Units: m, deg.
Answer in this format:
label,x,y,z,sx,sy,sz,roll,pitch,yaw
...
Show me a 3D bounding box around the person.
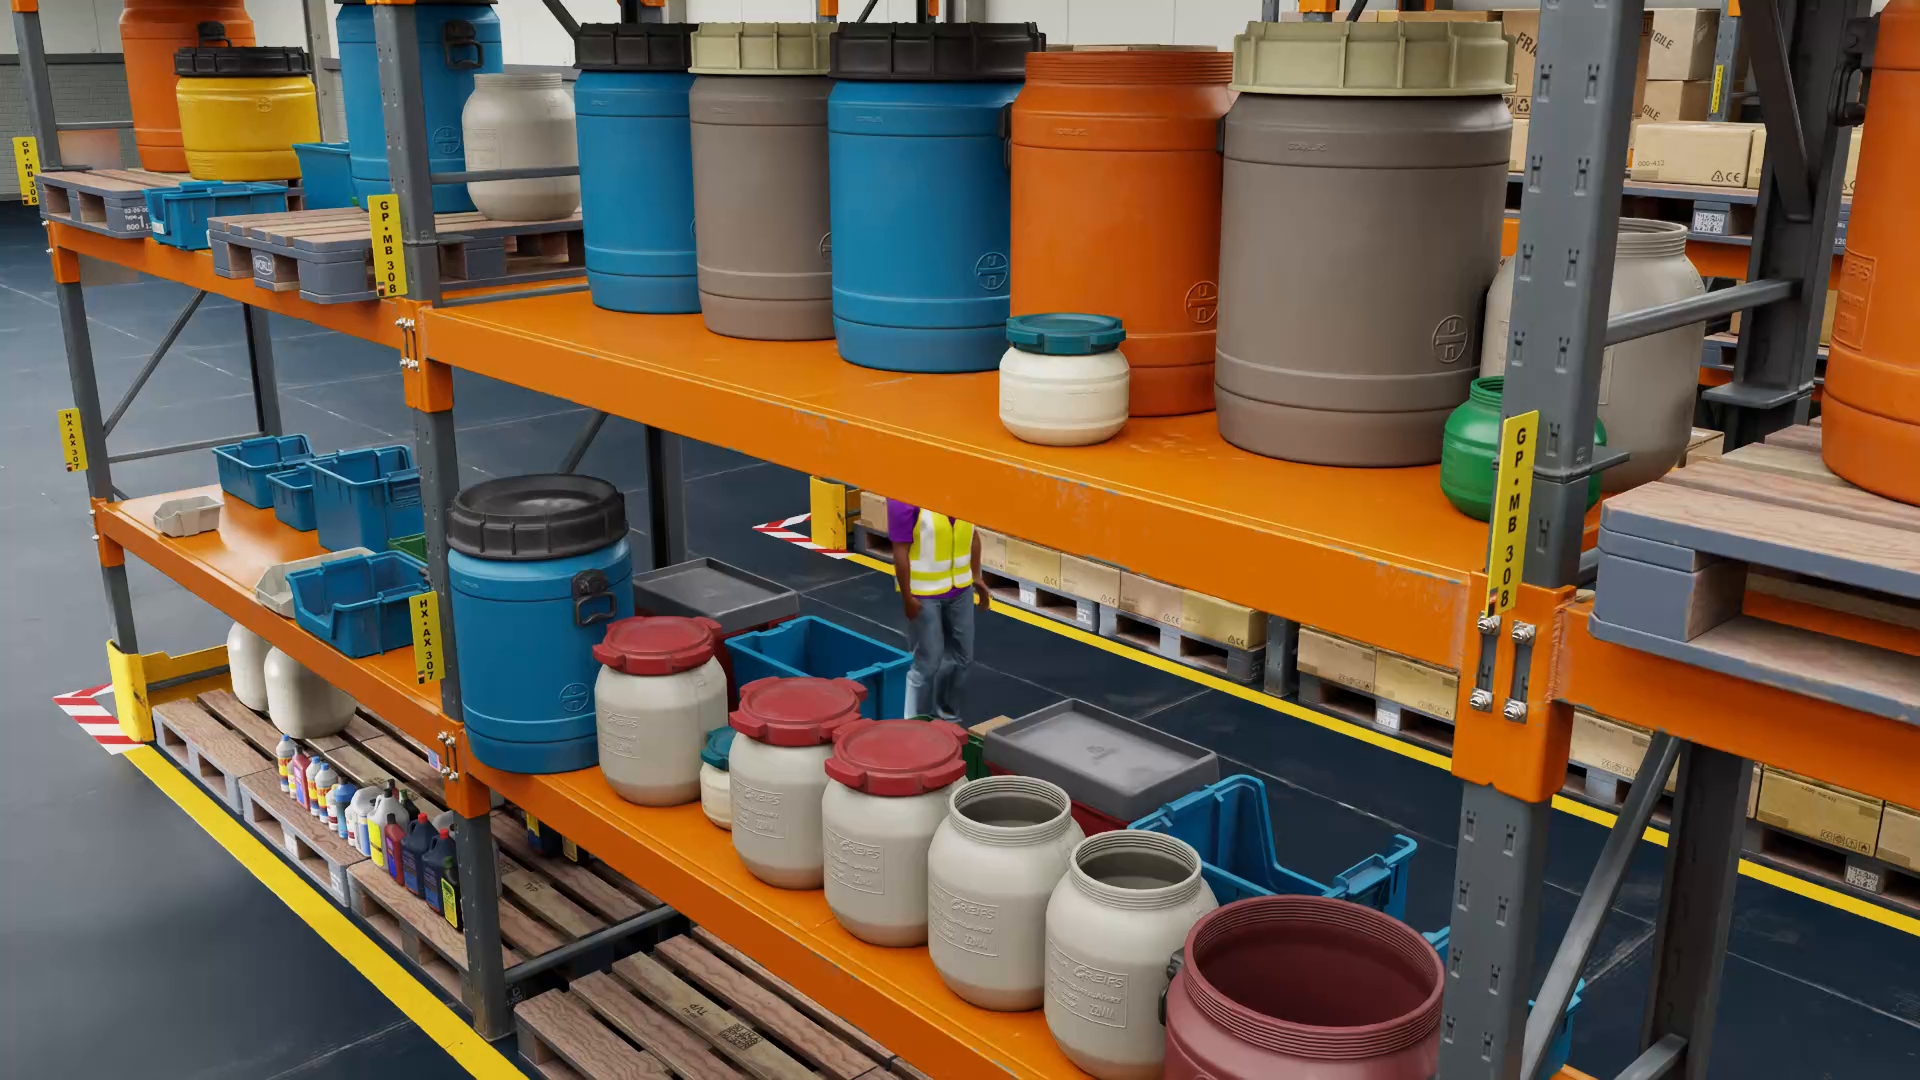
label,x,y,z,sx,sy,sz,roll,pitch,yaw
person,-0.108,0.260,8.692,0.571,1.759,0.379,-15,23,-40
